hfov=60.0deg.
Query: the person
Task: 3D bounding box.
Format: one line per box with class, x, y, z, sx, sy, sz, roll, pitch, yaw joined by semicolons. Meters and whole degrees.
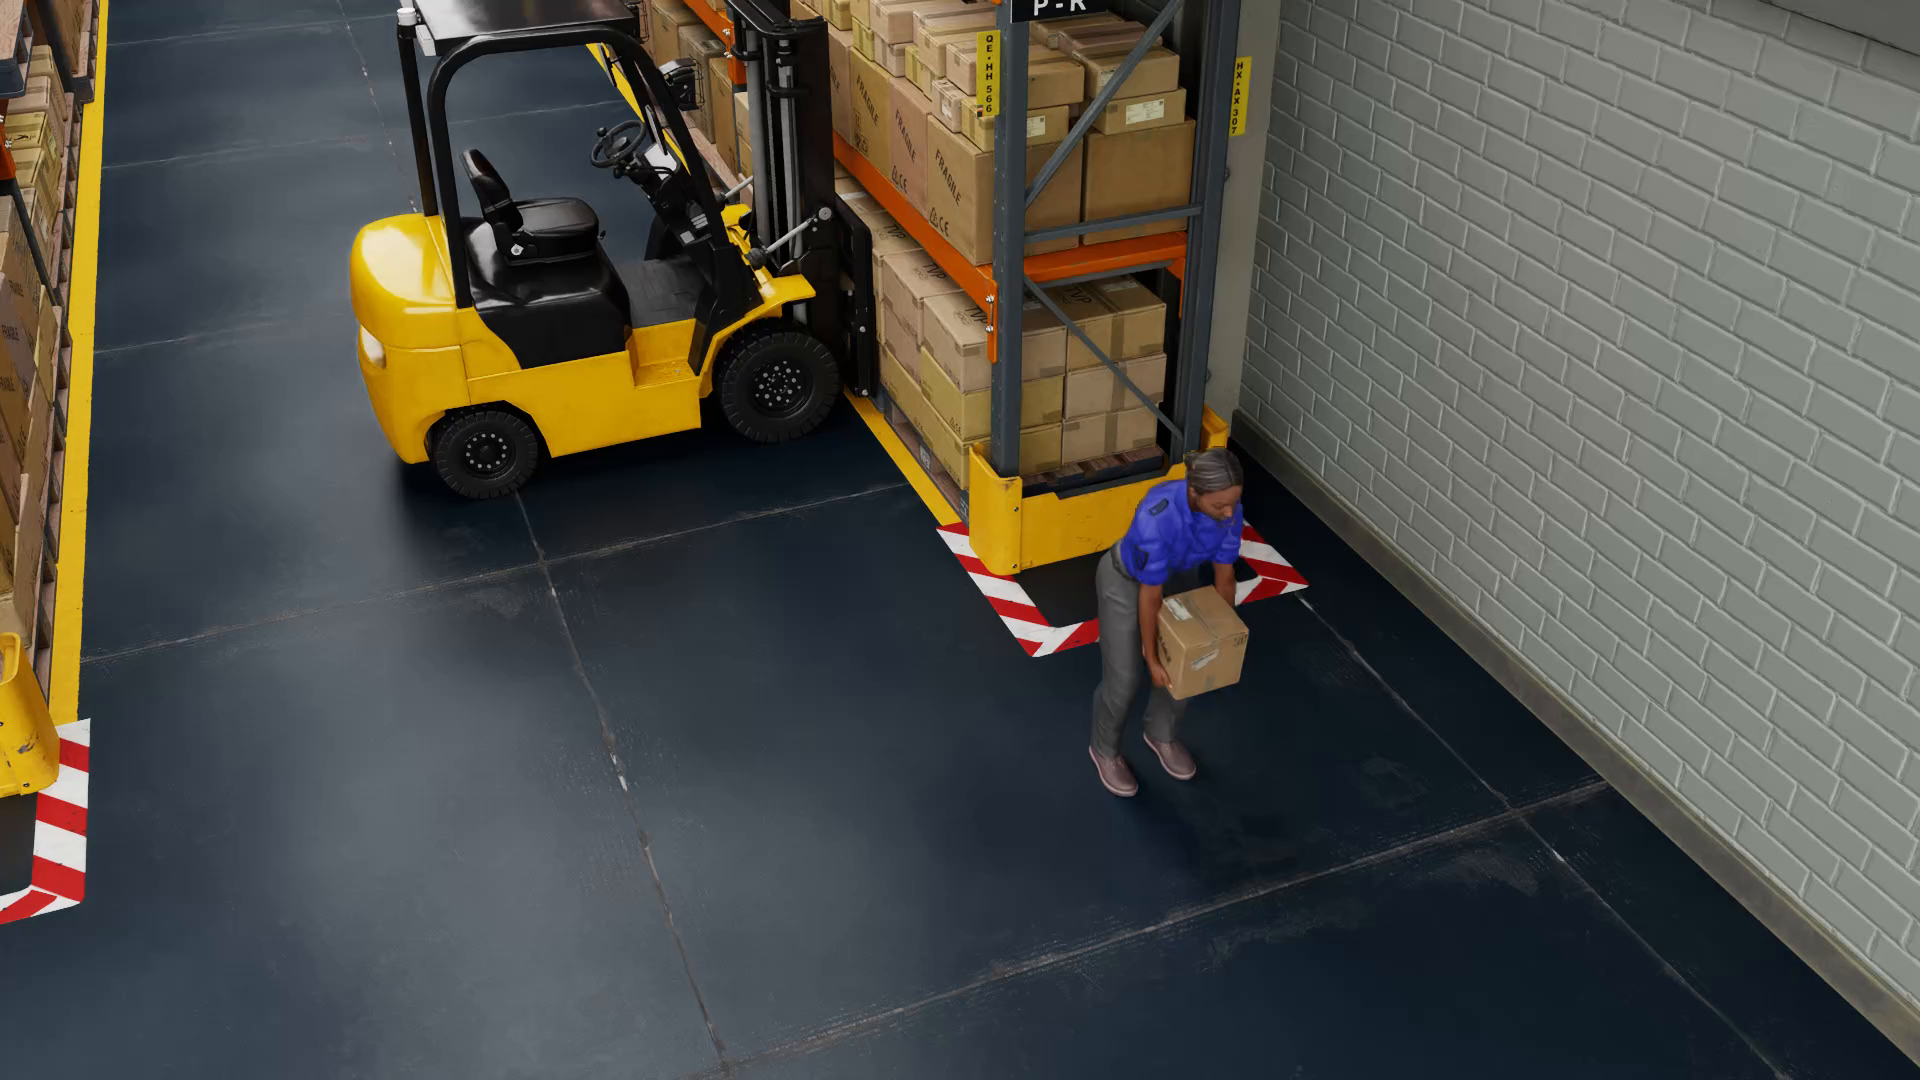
person;0.736;0.267;5.850;0.409;1.551;0.595;-14;36;-20
